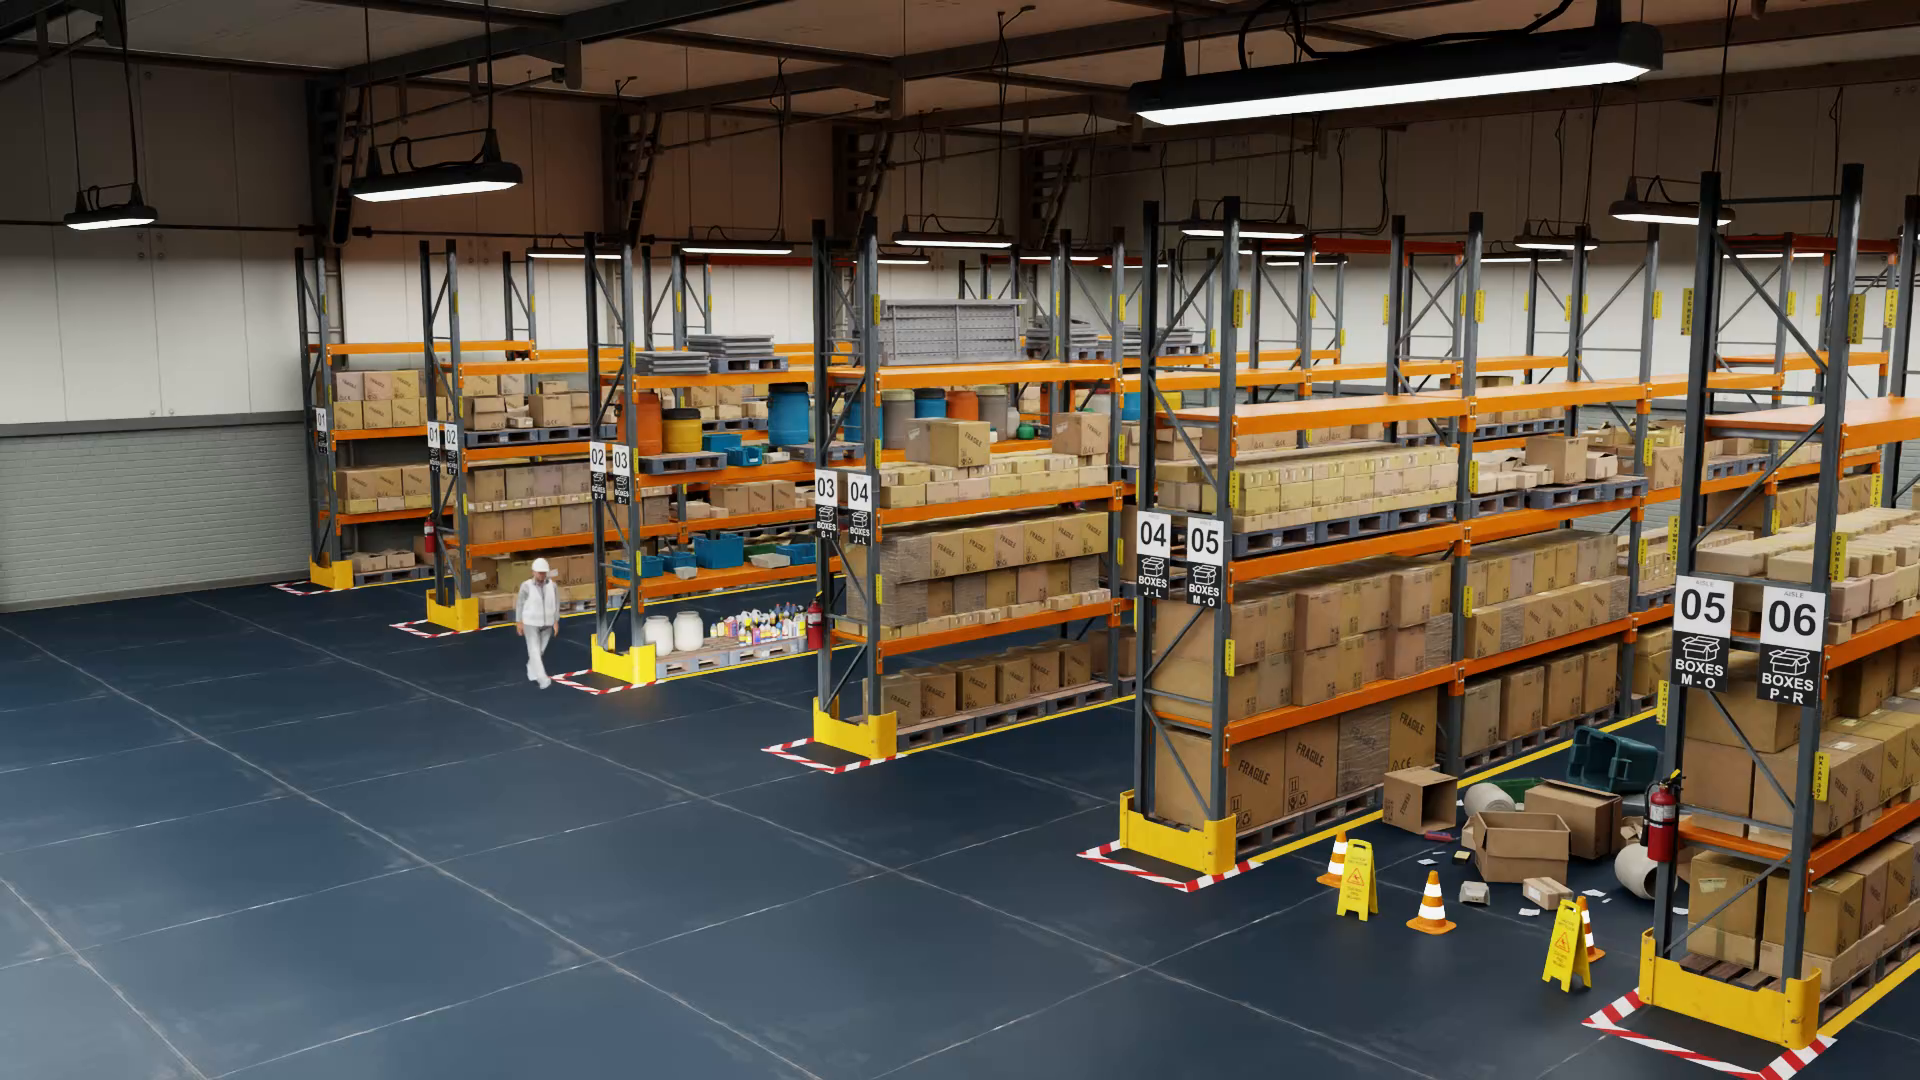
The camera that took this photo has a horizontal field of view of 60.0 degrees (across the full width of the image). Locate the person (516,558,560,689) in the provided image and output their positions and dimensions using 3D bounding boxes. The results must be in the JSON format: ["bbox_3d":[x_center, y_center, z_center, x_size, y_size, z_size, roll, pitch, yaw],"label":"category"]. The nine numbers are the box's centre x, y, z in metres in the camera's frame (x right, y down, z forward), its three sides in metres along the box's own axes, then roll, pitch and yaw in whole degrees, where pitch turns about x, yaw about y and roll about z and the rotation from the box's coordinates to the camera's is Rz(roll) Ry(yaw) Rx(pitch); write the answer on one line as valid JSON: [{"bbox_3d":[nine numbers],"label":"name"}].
[{"bbox_3d":[-5.547,1.083,22.016,0.545,1.700,1.106,-7,11,-41],"label":"person"}]

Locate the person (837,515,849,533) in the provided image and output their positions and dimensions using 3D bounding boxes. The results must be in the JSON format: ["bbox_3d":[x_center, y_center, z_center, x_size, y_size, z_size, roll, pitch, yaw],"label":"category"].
[{"bbox_3d":[-2.554,-0.843,34.942,0.995,1.722,0.534,-6,10,-34],"label":"person"}]

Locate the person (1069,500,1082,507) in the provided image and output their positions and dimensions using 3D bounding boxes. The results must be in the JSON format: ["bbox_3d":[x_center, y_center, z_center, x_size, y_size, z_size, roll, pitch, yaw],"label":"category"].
[{"bbox_3d":[2.086,-0.225,31.043,0.588,1.663,1.078,8,12,44],"label":"person"}]
